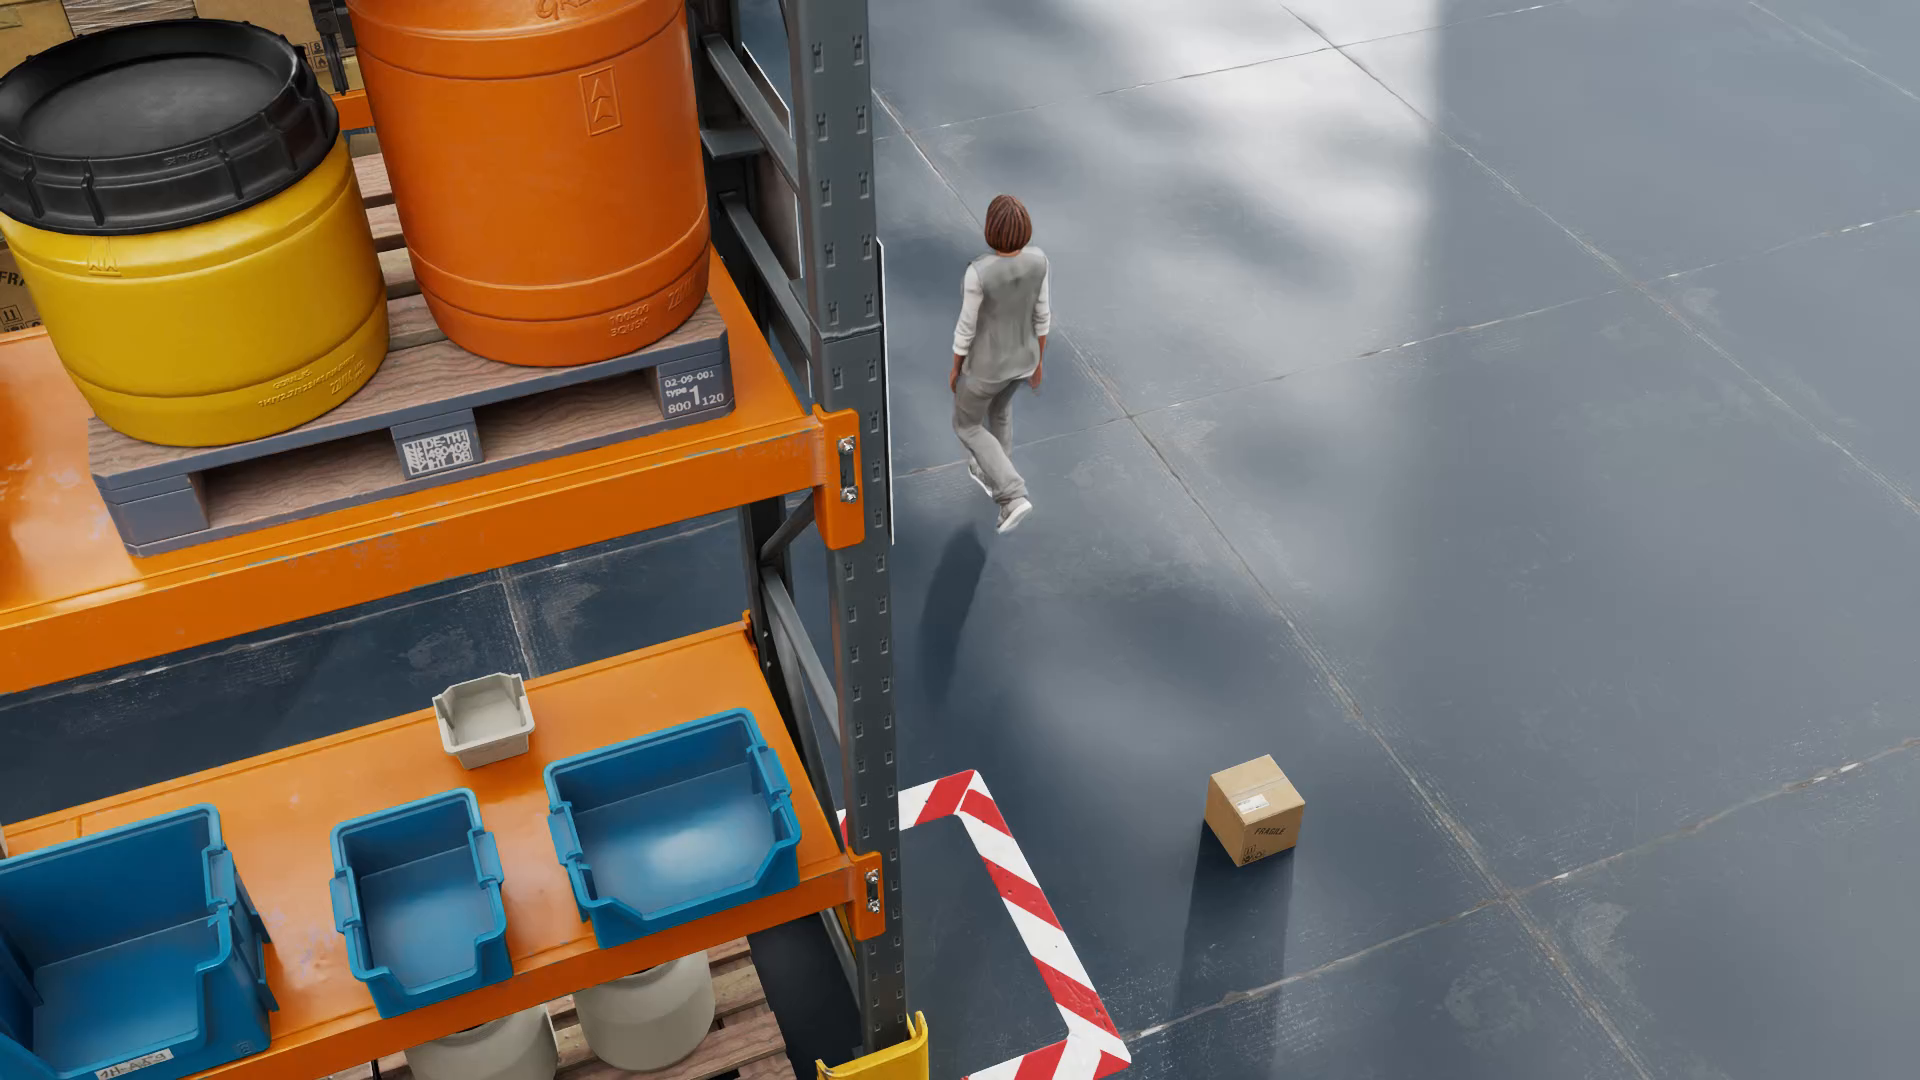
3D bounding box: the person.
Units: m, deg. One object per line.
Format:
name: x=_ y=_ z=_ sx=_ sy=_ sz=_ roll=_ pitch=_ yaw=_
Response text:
person: x=0.183 y=-0.717 z=6.925 sx=0.415 sy=1.578 sz=0.667 roll=-21 pitch=46 yaw=-21
